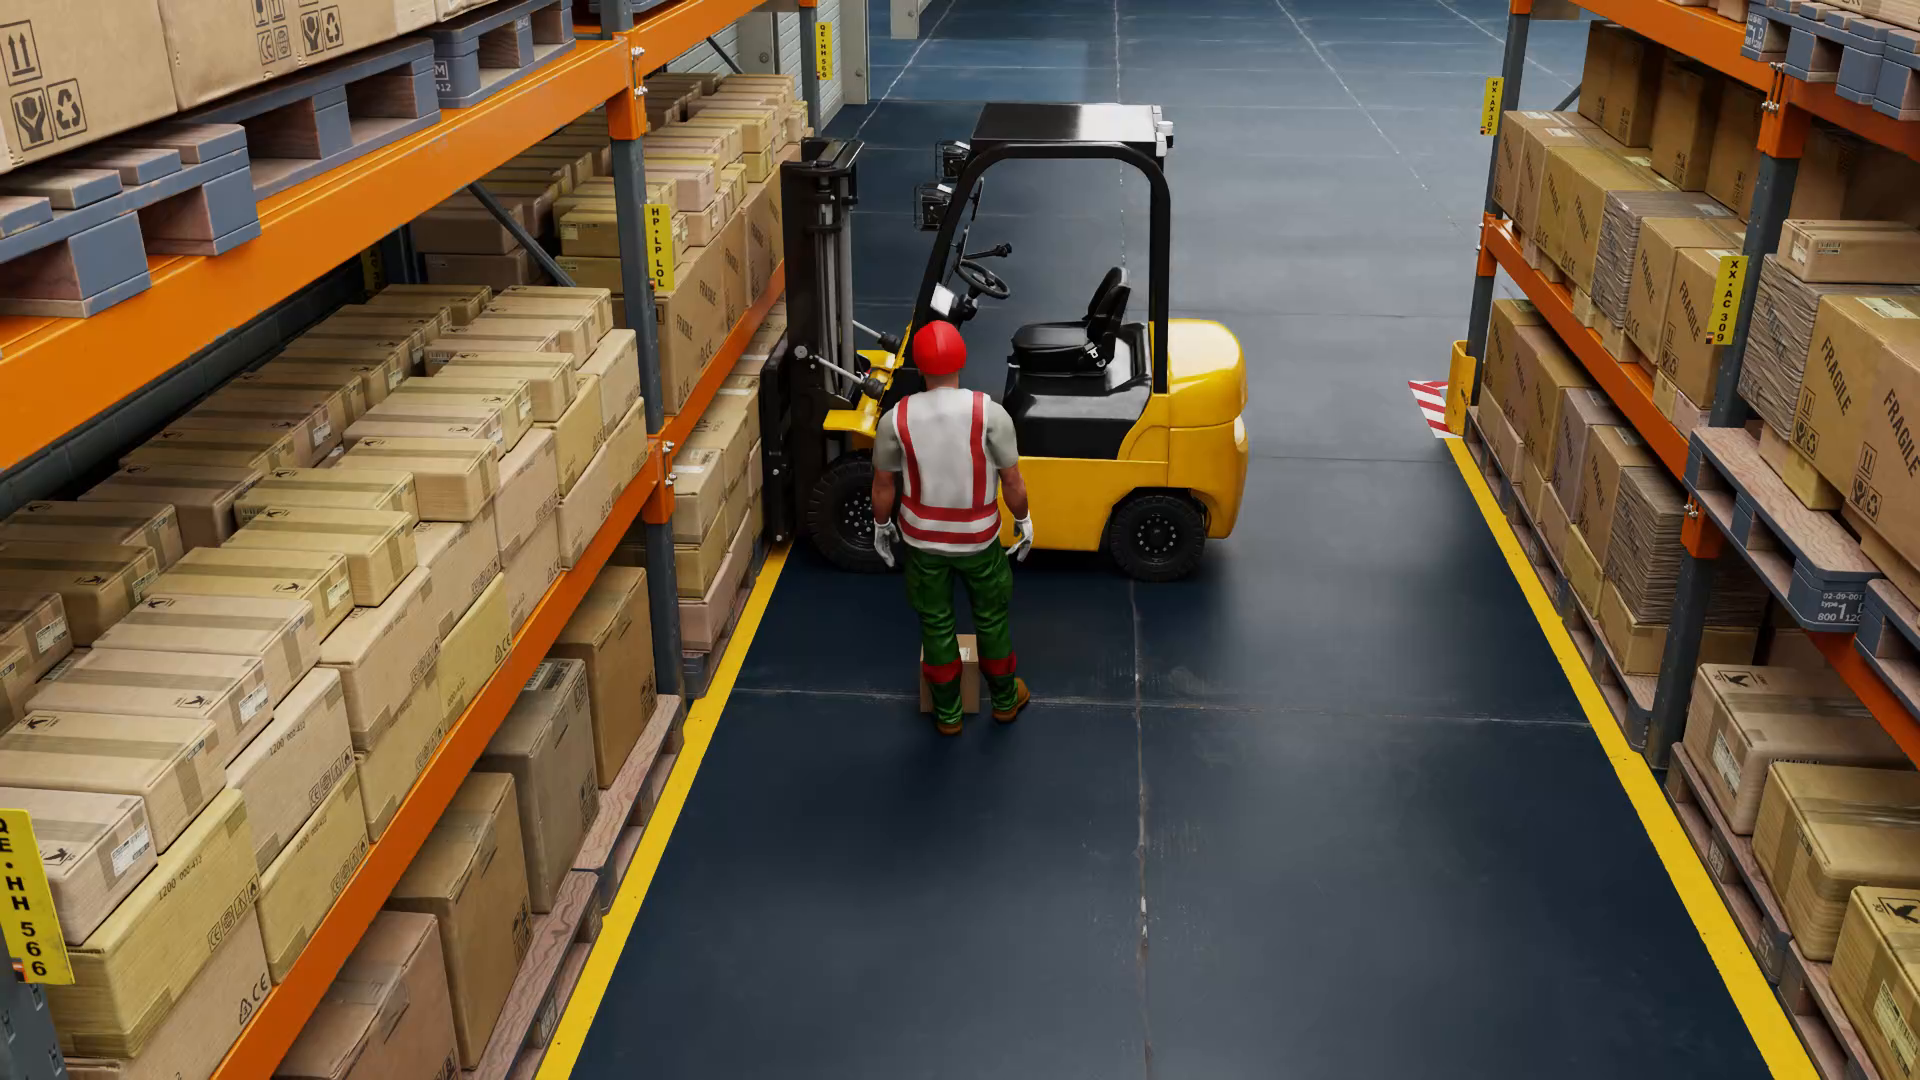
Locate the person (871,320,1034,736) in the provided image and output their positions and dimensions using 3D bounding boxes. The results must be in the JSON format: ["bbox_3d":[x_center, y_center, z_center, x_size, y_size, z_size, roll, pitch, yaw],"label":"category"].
[{"bbox_3d":[-0.022,-0.054,6.673,0.638,1.789,0.562,2,24,4],"label":"person"}]
